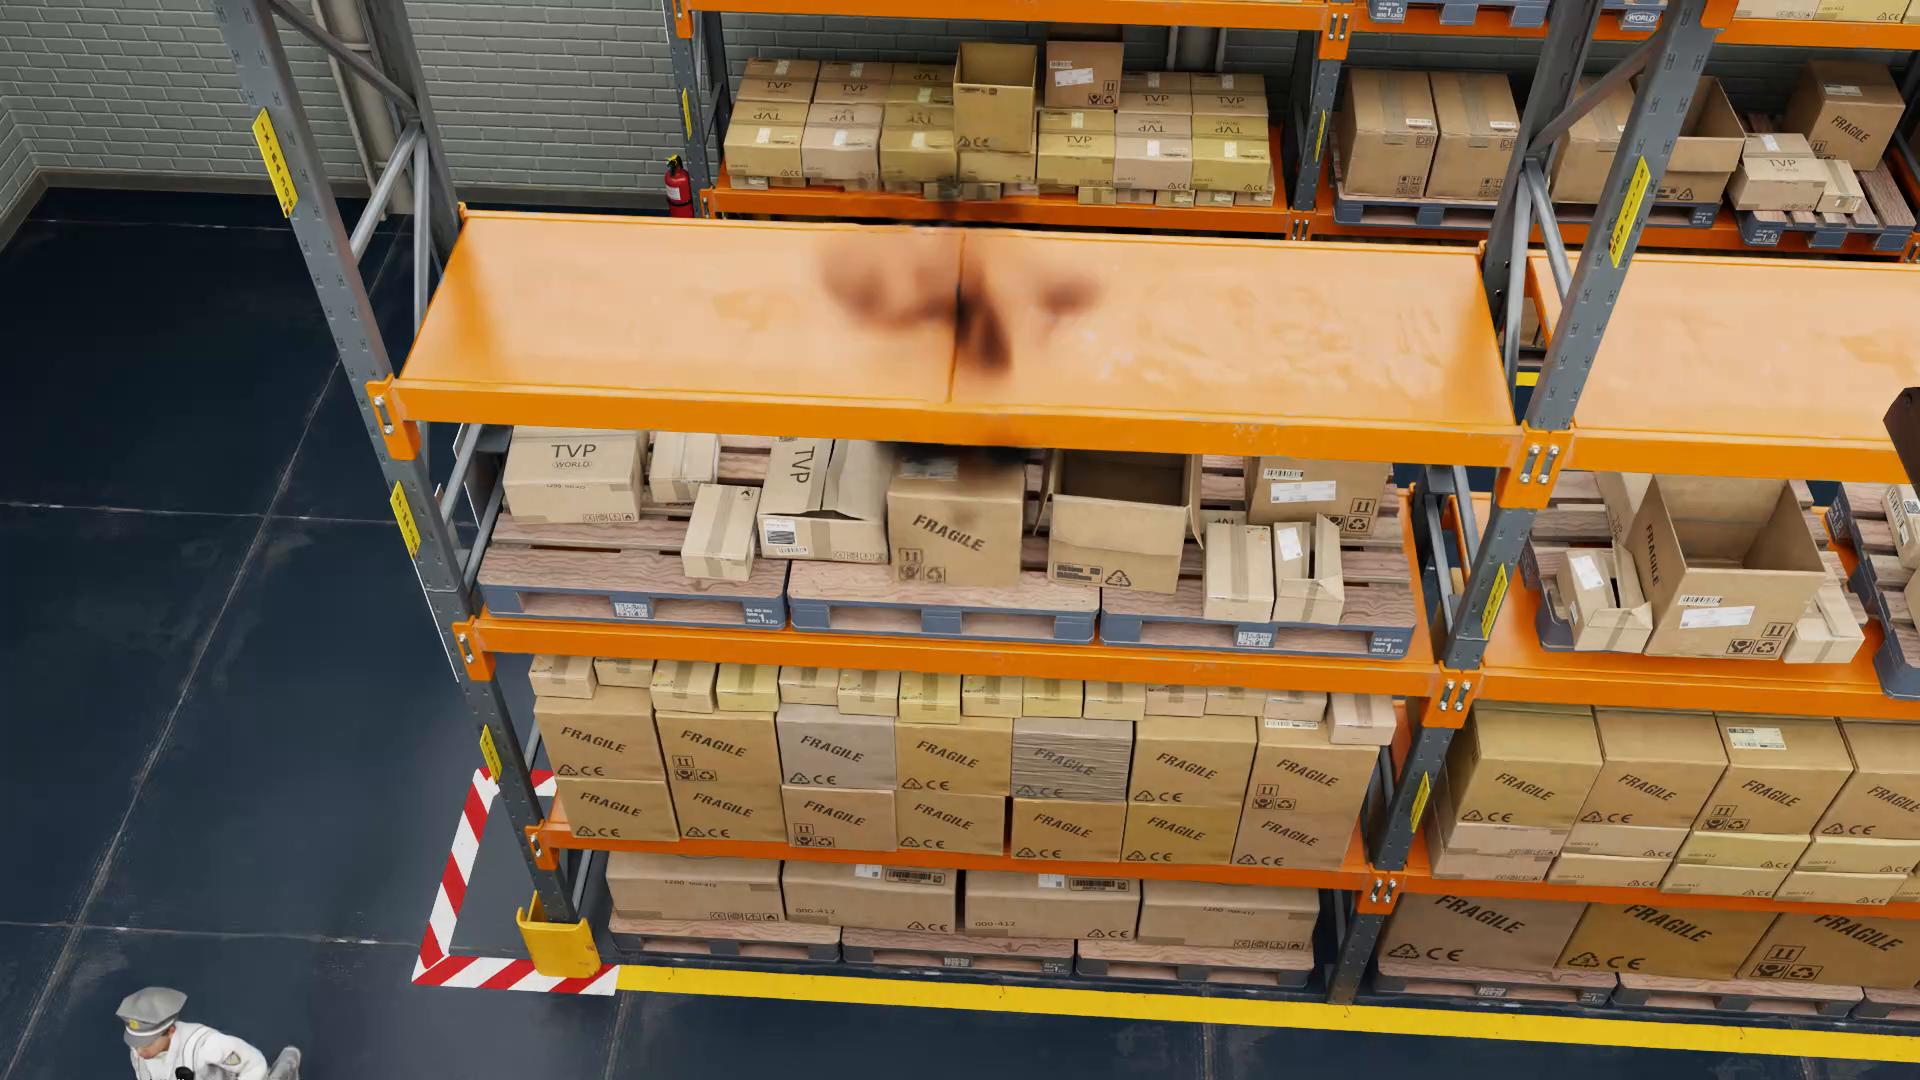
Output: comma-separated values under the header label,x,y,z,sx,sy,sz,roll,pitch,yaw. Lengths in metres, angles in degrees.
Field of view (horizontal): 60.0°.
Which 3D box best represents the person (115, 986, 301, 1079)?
label,x,y,z,sx,sy,sz,roll,pitch,yaw
person,-3.300,2.412,7.435,0.635,1.705,0.740,7,48,6
